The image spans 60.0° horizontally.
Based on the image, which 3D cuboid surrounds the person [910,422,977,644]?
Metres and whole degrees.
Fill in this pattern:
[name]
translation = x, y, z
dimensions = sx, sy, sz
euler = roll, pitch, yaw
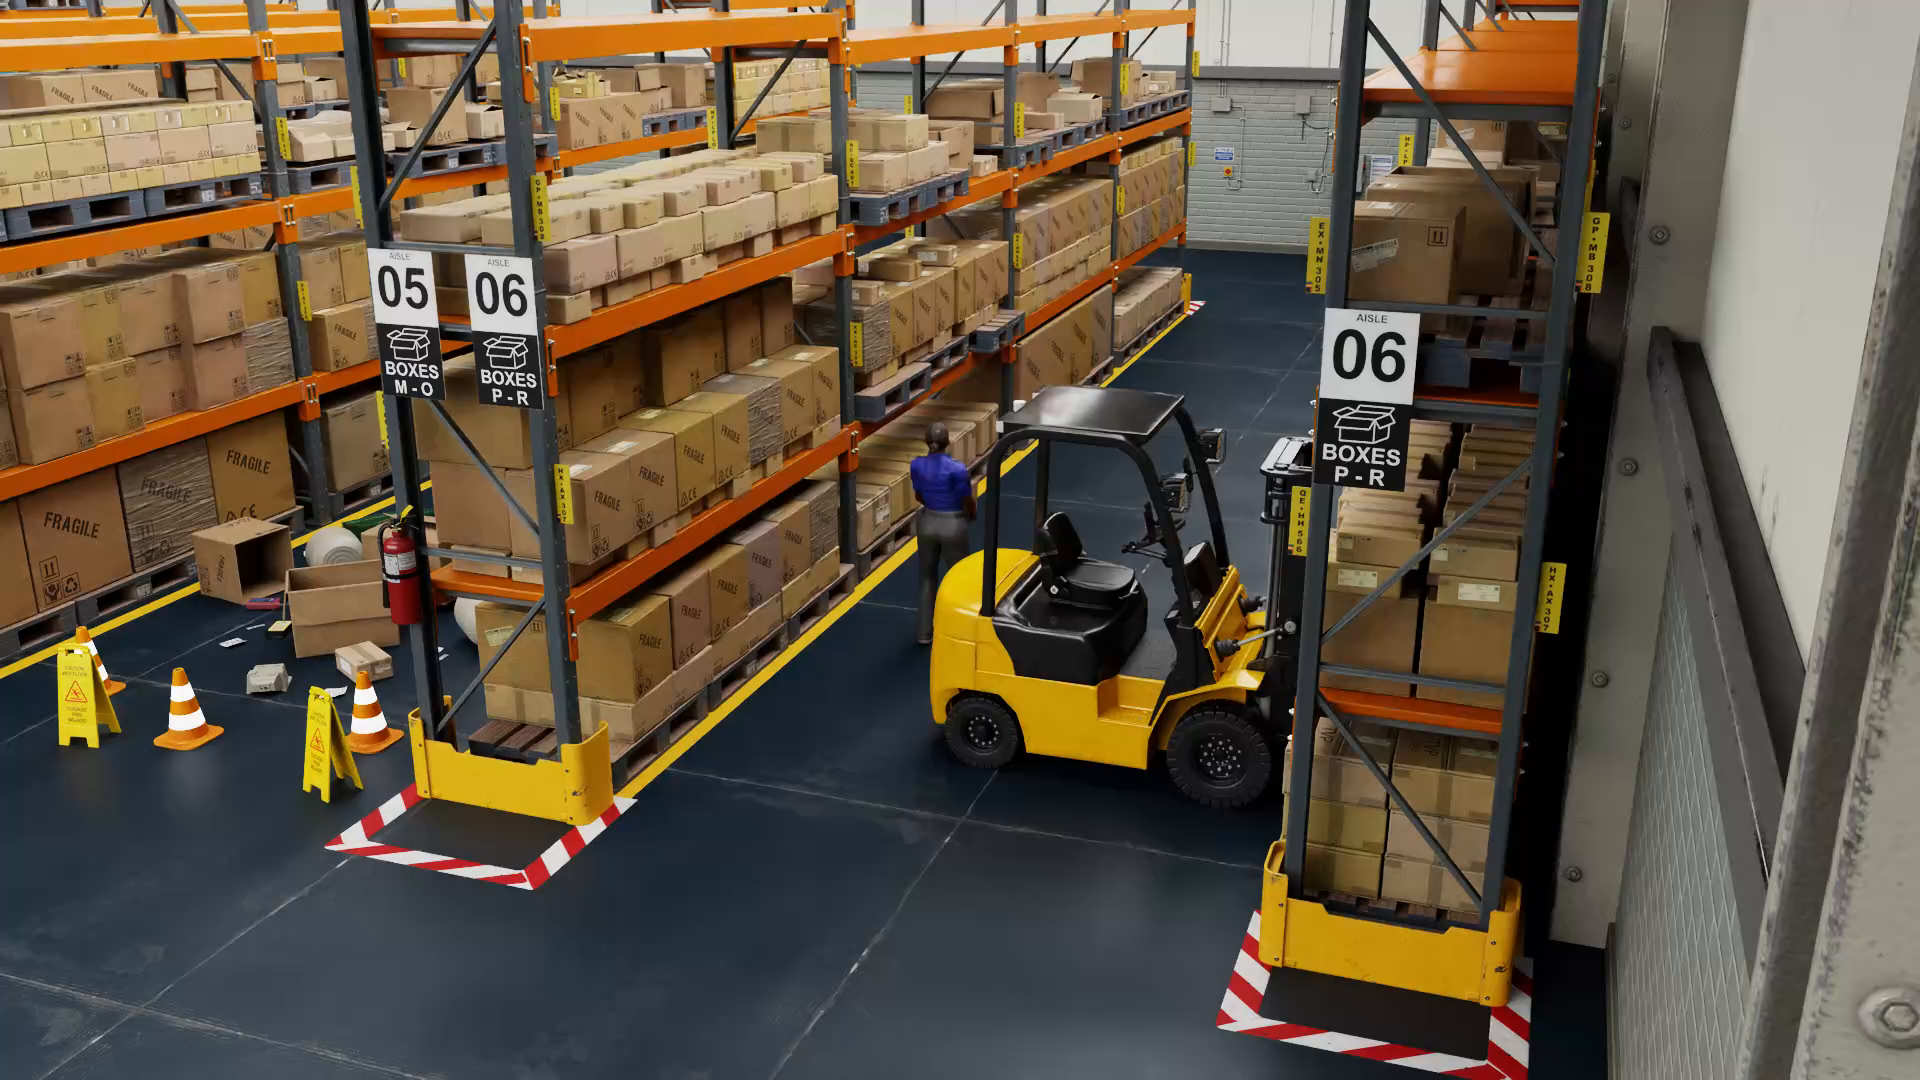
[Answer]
[person]
translation = -0.093, -0.070, 11.791
dimensions = 0.451, 1.649, 0.514
euler = 6, 20, 18
